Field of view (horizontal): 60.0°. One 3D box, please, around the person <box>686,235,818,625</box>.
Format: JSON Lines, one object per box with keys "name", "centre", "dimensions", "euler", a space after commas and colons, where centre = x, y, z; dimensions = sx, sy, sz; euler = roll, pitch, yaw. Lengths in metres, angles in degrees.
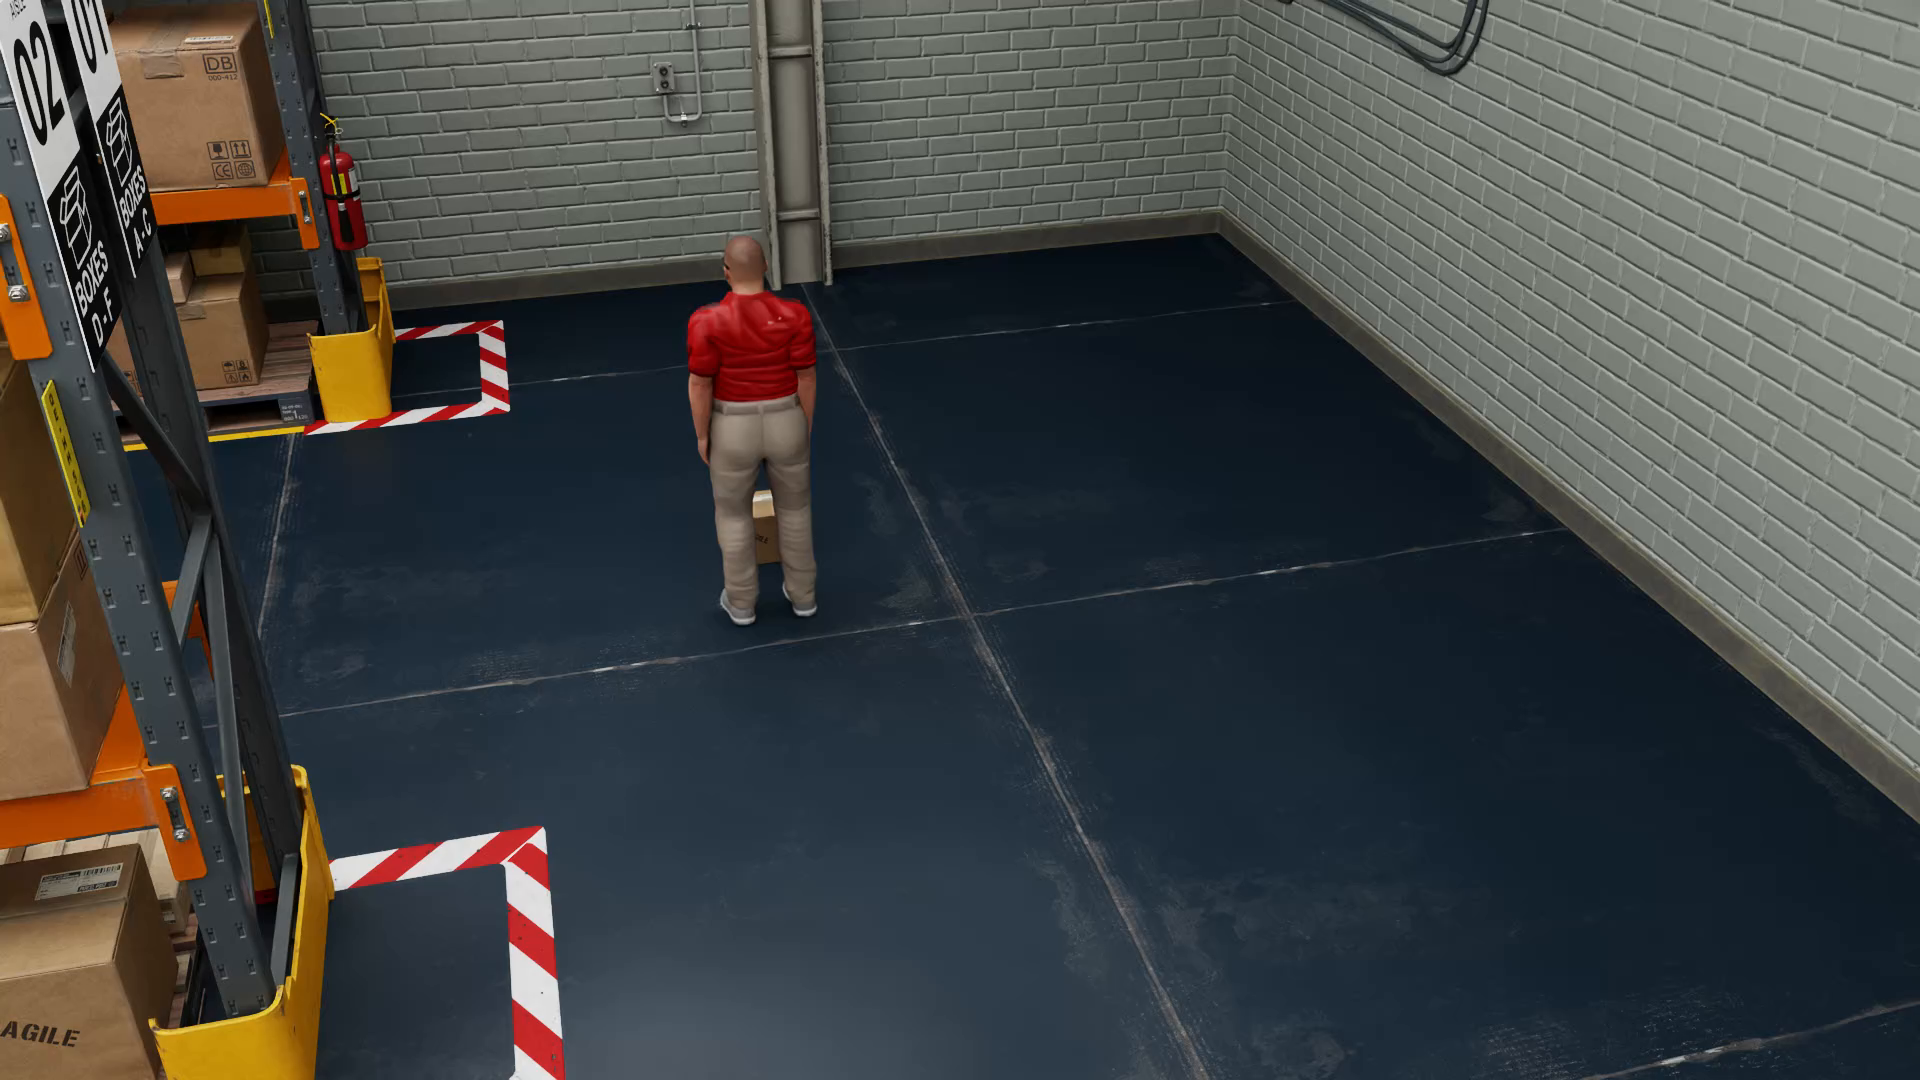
{"name": "person", "centre": [-0.855, -0.452, 6.938], "dimensions": [0.527, 1.728, 0.353], "euler": [-7, 31, -12]}
